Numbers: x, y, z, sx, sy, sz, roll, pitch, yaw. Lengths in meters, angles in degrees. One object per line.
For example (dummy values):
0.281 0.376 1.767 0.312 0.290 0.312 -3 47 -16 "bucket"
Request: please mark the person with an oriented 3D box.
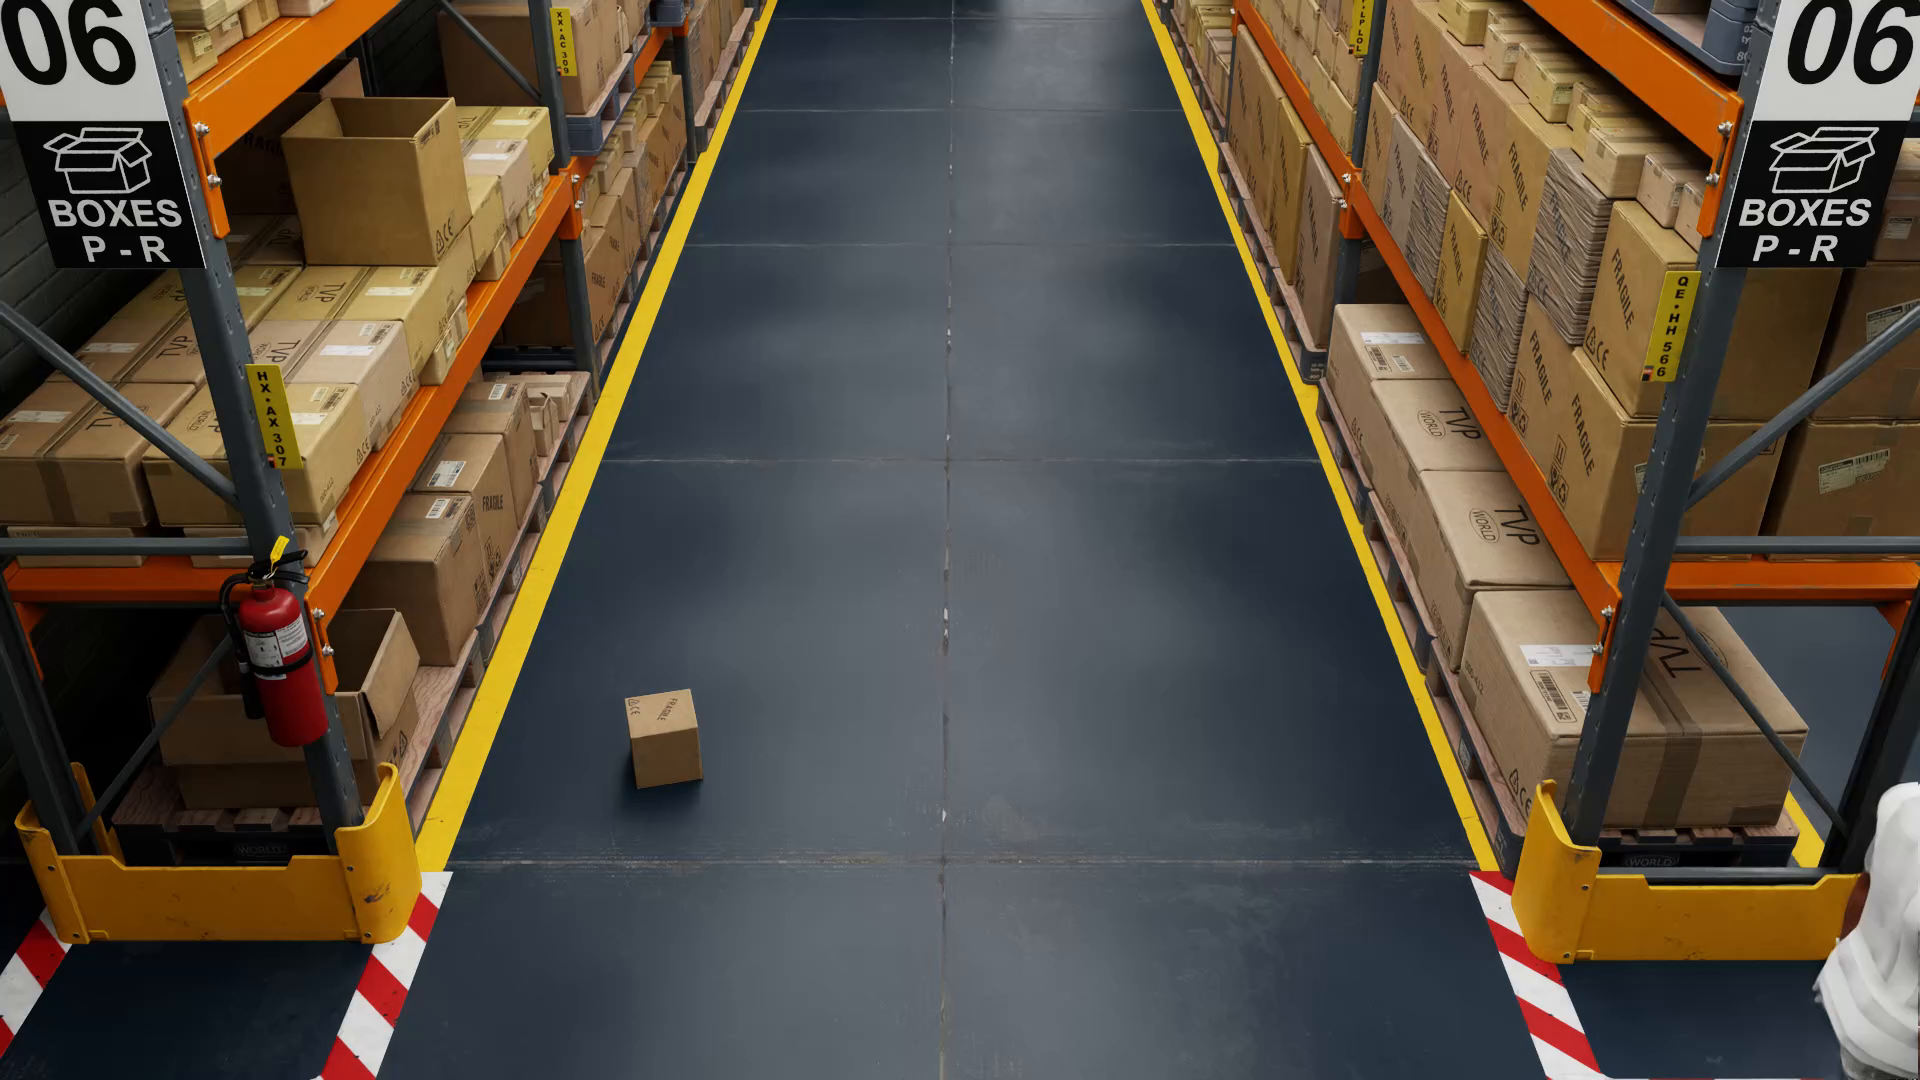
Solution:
2.264 1.199 4.135 0.568 1.769 0.600 6 32 10 "person"
